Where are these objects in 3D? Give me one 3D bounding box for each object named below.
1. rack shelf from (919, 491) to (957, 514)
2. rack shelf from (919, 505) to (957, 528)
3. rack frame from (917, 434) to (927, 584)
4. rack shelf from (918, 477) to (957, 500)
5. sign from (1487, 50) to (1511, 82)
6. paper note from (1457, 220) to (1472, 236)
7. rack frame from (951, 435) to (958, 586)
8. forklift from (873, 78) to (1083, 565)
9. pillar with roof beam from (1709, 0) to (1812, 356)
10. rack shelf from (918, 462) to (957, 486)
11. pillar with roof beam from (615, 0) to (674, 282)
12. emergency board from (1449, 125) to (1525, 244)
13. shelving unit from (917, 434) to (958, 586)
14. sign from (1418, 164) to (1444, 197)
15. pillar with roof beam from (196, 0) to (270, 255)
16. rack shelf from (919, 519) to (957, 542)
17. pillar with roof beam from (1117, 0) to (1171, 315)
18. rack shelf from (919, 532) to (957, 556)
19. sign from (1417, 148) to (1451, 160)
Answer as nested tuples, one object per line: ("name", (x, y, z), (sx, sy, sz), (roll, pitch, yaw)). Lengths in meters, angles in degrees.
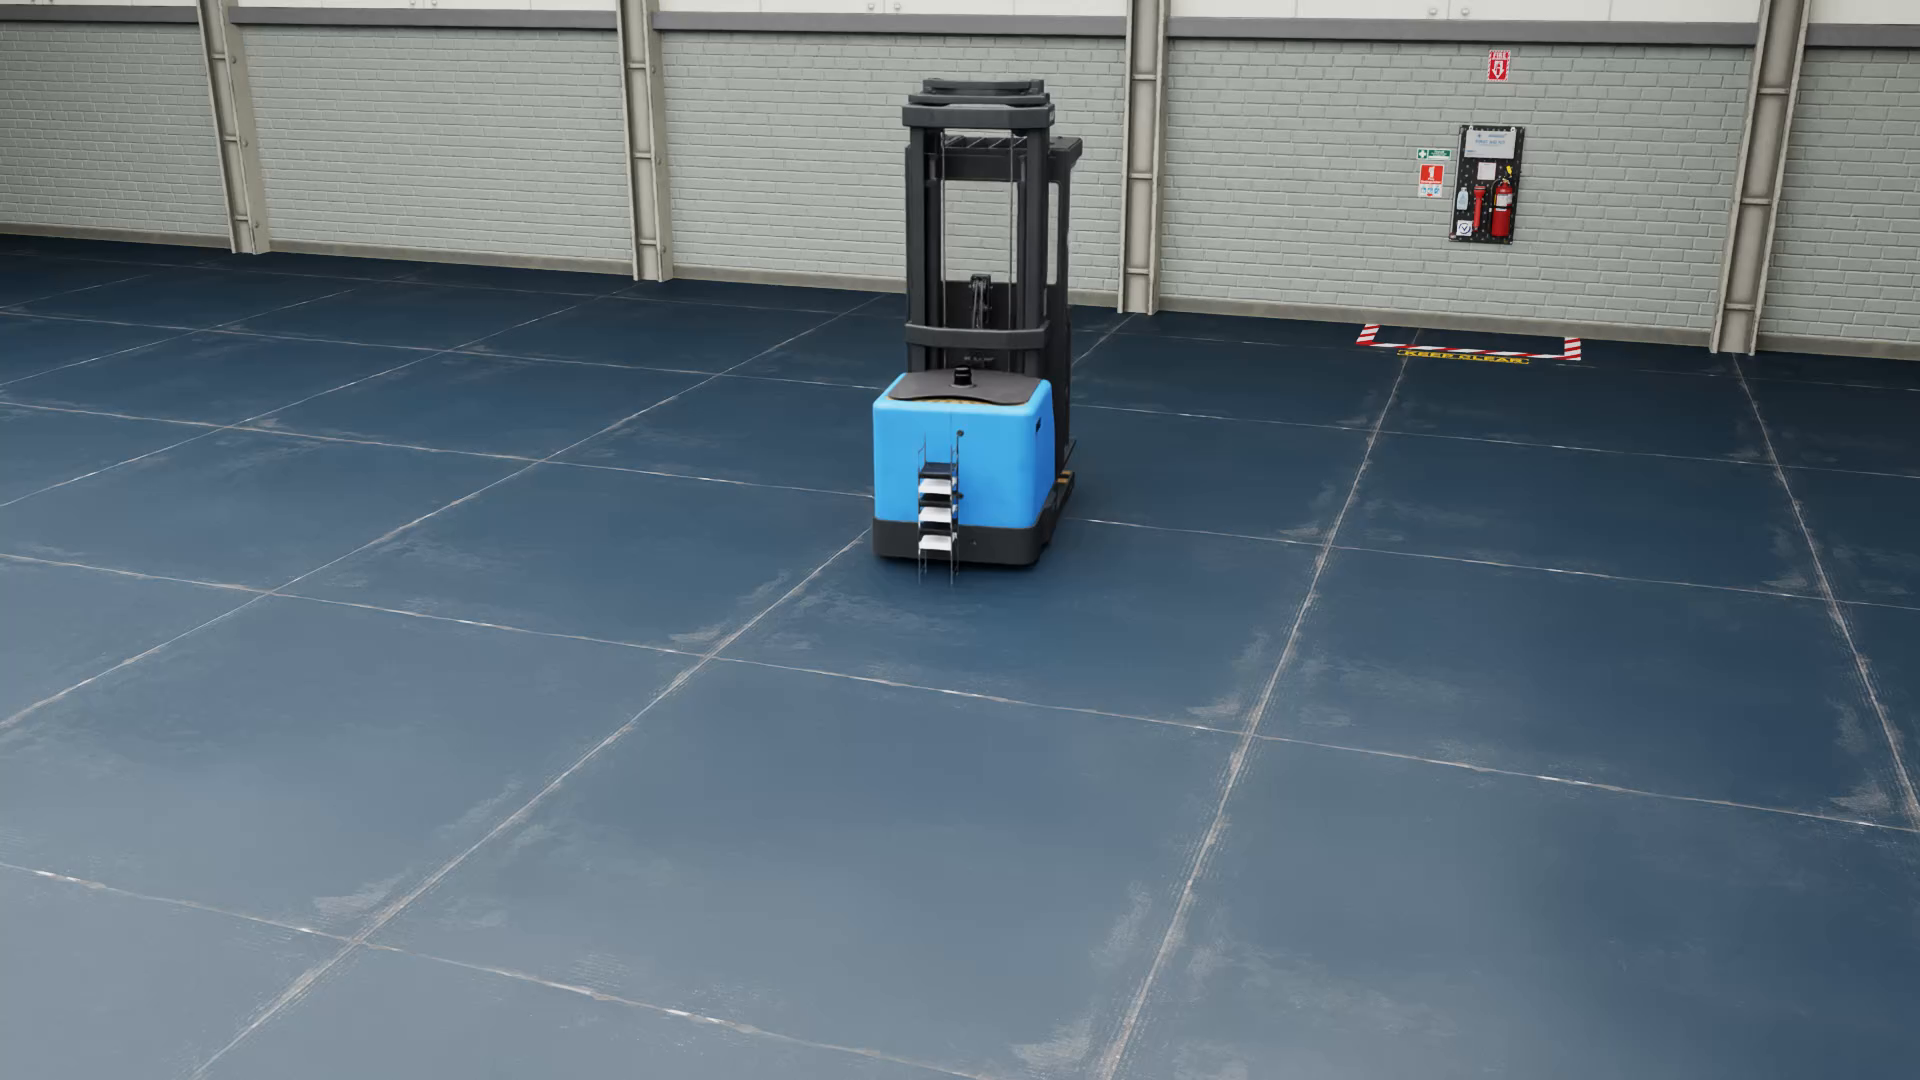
("rack shelf", (-0.133, -0.237, 10.217), (0.200, 0.077, 0.258), (3, 19, 9))
("rack shelf", (-0.133, -0.152, 10.246), (0.200, 0.077, 0.258), (3, 19, 9))
("rack frame", (-0.233, -0.189, 10.251), (0.006, 0.900, 0.240), (3, 19, 9))
("rack shelf", (-0.133, -0.322, 10.187), (0.200, 0.077, 0.258), (3, 19, 9))
("sign", (5.331, -4.692, 16.459), (0.199, 0.298, 0.001), (7, 20, 18))
("paper note", (5.161, -3.191, 17.010), (0.142, 0.148, 0.016), (7, 20, 18))
("rack frame", (-0.033, -0.178, 10.219), (0.006, 0.900, 0.240), (3, 19, 9))
("forklift", (0.227, -1.676, 11.431), (1.130, 2.935, 3.031), (4, 20, 10))
("pillar with roof beam", (6.215, -4.781, 11.122), (0.400, 9.000, 9.100), (7, 20, 18))
("rack shelf", (-0.133, -0.407, 10.157), (0.200, 0.077, 0.258), (3, 19, 9))
("pillar with roof beam", (-5.121, -6.078, 14.840), (0.400, 9.000, 9.100), (7, 20, 18))
("emergency board", (5.306, -3.566, 16.749), (0.643, 1.169, 0.194), (7, 20, 18))
("shelving unit", (-0.133, -0.183, 10.235), (0.210, 0.900, 0.258), (3, 19, 9))
("sign", (4.817, -3.675, 17.007), (0.234, 0.329, 0.001), (7, 20, 18))
("pillar with roof beam", (-10.788, -6.726, 16.700), (0.400, 9.000, 9.100), (7, 20, 18))
("rack shelf", (-0.133, -0.067, 10.276), (0.200, 0.077, 0.258), (3, 19, 9))
("pillar with roof beam", (0.547, -5.430, 12.981), (0.400, 9.000, 9.100), (7, 20, 18))
("rack shelf", (-0.133, 0.018, 10.306), (0.200, 0.077, 0.258), (3, 19, 9))
("sign", (4.819, -3.922, 16.910), (0.331, 0.109, 0.001), (7, 20, 18))
